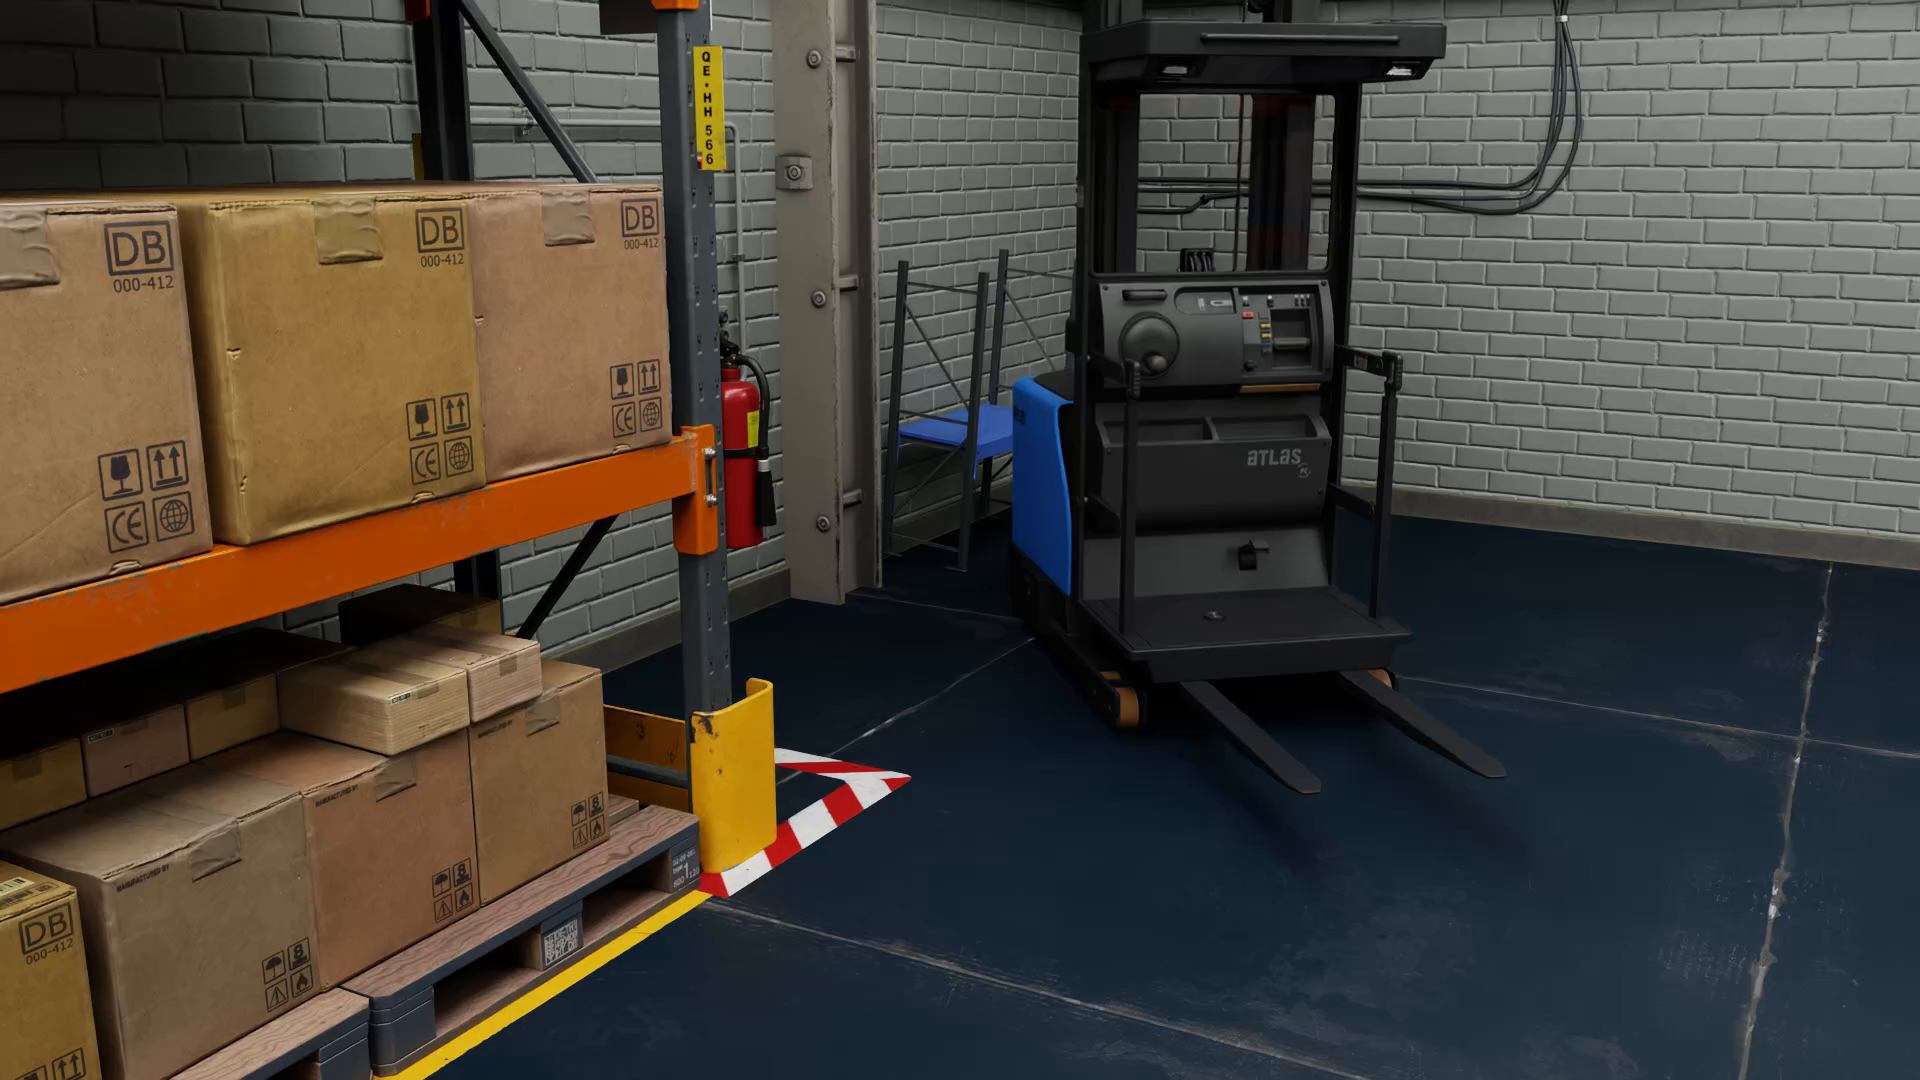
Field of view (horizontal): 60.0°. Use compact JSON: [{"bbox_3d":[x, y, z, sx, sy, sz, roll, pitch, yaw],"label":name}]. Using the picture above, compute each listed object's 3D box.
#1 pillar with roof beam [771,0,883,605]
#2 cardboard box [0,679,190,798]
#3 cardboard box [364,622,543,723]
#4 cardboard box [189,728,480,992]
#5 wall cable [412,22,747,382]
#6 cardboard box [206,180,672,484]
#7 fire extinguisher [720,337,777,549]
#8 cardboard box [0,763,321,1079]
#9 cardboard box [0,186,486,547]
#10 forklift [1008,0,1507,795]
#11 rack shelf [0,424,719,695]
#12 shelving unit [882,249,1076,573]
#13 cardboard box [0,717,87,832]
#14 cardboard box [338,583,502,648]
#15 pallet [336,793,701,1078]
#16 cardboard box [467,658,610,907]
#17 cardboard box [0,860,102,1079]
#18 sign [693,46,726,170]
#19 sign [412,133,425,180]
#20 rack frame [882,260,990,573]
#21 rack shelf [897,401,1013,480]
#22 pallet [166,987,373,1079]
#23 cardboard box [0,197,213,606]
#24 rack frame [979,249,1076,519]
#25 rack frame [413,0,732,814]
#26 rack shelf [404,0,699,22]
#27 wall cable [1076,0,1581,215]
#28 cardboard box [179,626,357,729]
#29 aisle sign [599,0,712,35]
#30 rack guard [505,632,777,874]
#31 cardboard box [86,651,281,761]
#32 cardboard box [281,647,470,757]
[{"bbox_3d":[3.164,-3.641,4.934,9.100,9.000,0.400,7,15,28],"label":"pillar with roof beam"},{"bbox_3d":[-2.006,0.450,3.820,0.380,0.149,0.250,8,16,29],"label":"cardboard box"},{"bbox_3d":[-1.306,0.338,4.286,0.380,0.149,0.250,7,15,27],"label":"cardboard box"},{"bbox_3d":[-1.645,0.709,4.131,0.700,0.500,0.500,7,15,28],"label":"cardboard box"},{"bbox_3d":[-1.362,-1.424,6.371,0.084,1.984,1.851,7,15,28],"label":"wall cable"},{"bbox_3d":[-1.390,-0.600,4.482,0.980,0.700,0.700,8,16,31],"label":"cardboard box"},{"bbox_3d":[-0.676,-0.320,4.920,0.296,0.674,0.183,7,15,28],"label":"fire extinguisher"},{"bbox_3d":[-1.888,0.812,3.703,0.700,0.500,0.500,7,15,26],"label":"cardboard box"},{"bbox_3d":[-1.732,-0.449,3.858,0.980,0.700,0.700,7,15,28],"label":"cardboard box"},{"bbox_3d":[1.033,-0.817,6.169,1.130,2.935,3.031,-3,14,-12],"label":"forklift"},{"bbox_3d":[-2.119,0.200,3.338,1.077,0.370,4.000,7,15,28],"label":"rack shelf"},{"bbox_3d":[0.125,-0.708,8.686,0.538,1.500,1.048,13,18,28],"label":"shelving unit"},{"bbox_3d":[-2.129,0.503,3.602,0.380,0.149,0.250,8,15,29],"label":"cardboard box"},{"bbox_3d":[-1.518,0.242,4.681,0.380,0.149,0.250,7,15,28],"label":"cardboard box"},{"bbox_3d":[-1.471,0.969,4.565,1.003,0.211,1.213,7,15,28],"label":"pallet"},{"bbox_3d":[-1.403,0.606,4.557,0.700,0.500,0.500,7,15,28],"label":"cardboard box"},{"bbox_3d":[-2.139,0.922,3.246,0.700,0.500,0.500,8,16,29],"label":"cardboard box"},{"bbox_3d":[-0.684,-1.174,4.526,0.100,0.325,0.005,7,15,28],"label":"sign"},{"bbox_3d":[-1.635,-1.083,5.111,0.100,0.325,0.005,7,15,28],"label":"sign"},{"bbox_3d":[-0.133,-0.606,8.261,0.500,1.500,0.032,13,18,28],"label":"rack frame"},{"bbox_3d":[0.112,-0.536,8.736,0.538,0.185,1.000,13,18,28],"label":"rack shelf"},{"bbox_3d":[-2.061,1.218,3.531,1.003,0.211,1.213,7,15,28],"label":"pallet"},{"bbox_3d":[-2.109,-0.294,3.213,0.980,0.700,0.700,7,15,25],"label":"cardboard box"},{"bbox_3d":[0.383,-0.811,9.112,0.500,1.500,0.032,13,18,28],"label":"rack frame"},{"bbox_3d":[-1.153,-0.560,4.956,1.000,3.000,0.127,7,15,28],"label":"rack frame"},{"bbox_3d":[-2.119,-1.258,2.987,1.077,0.370,4.000,7,15,28],"label":"rack shelf"},{"bbox_3d":[1.895,-3.087,9.262,3.097,2.526,0.112,7,15,28],"label":"wall cable"},{"bbox_3d":[-1.762,0.346,4.250,0.380,0.149,0.250,7,15,28],"label":"cardboard box"},{"bbox_3d":[-0.855,-1.804,4.571,0.394,0.787,0.004,7,15,28],"label":"aisle sign"},{"bbox_3d":[-1.141,0.650,5.269,1.175,0.500,0.348,7,15,28],"label":"rack guard"},{"bbox_3d":[-1.884,0.398,4.037,0.380,0.149,0.250,8,15,29],"label":"cardboard box"},{"bbox_3d":[-1.429,0.390,4.068,0.380,0.149,0.250,8,16,30],"label":"cardboard box"}]
